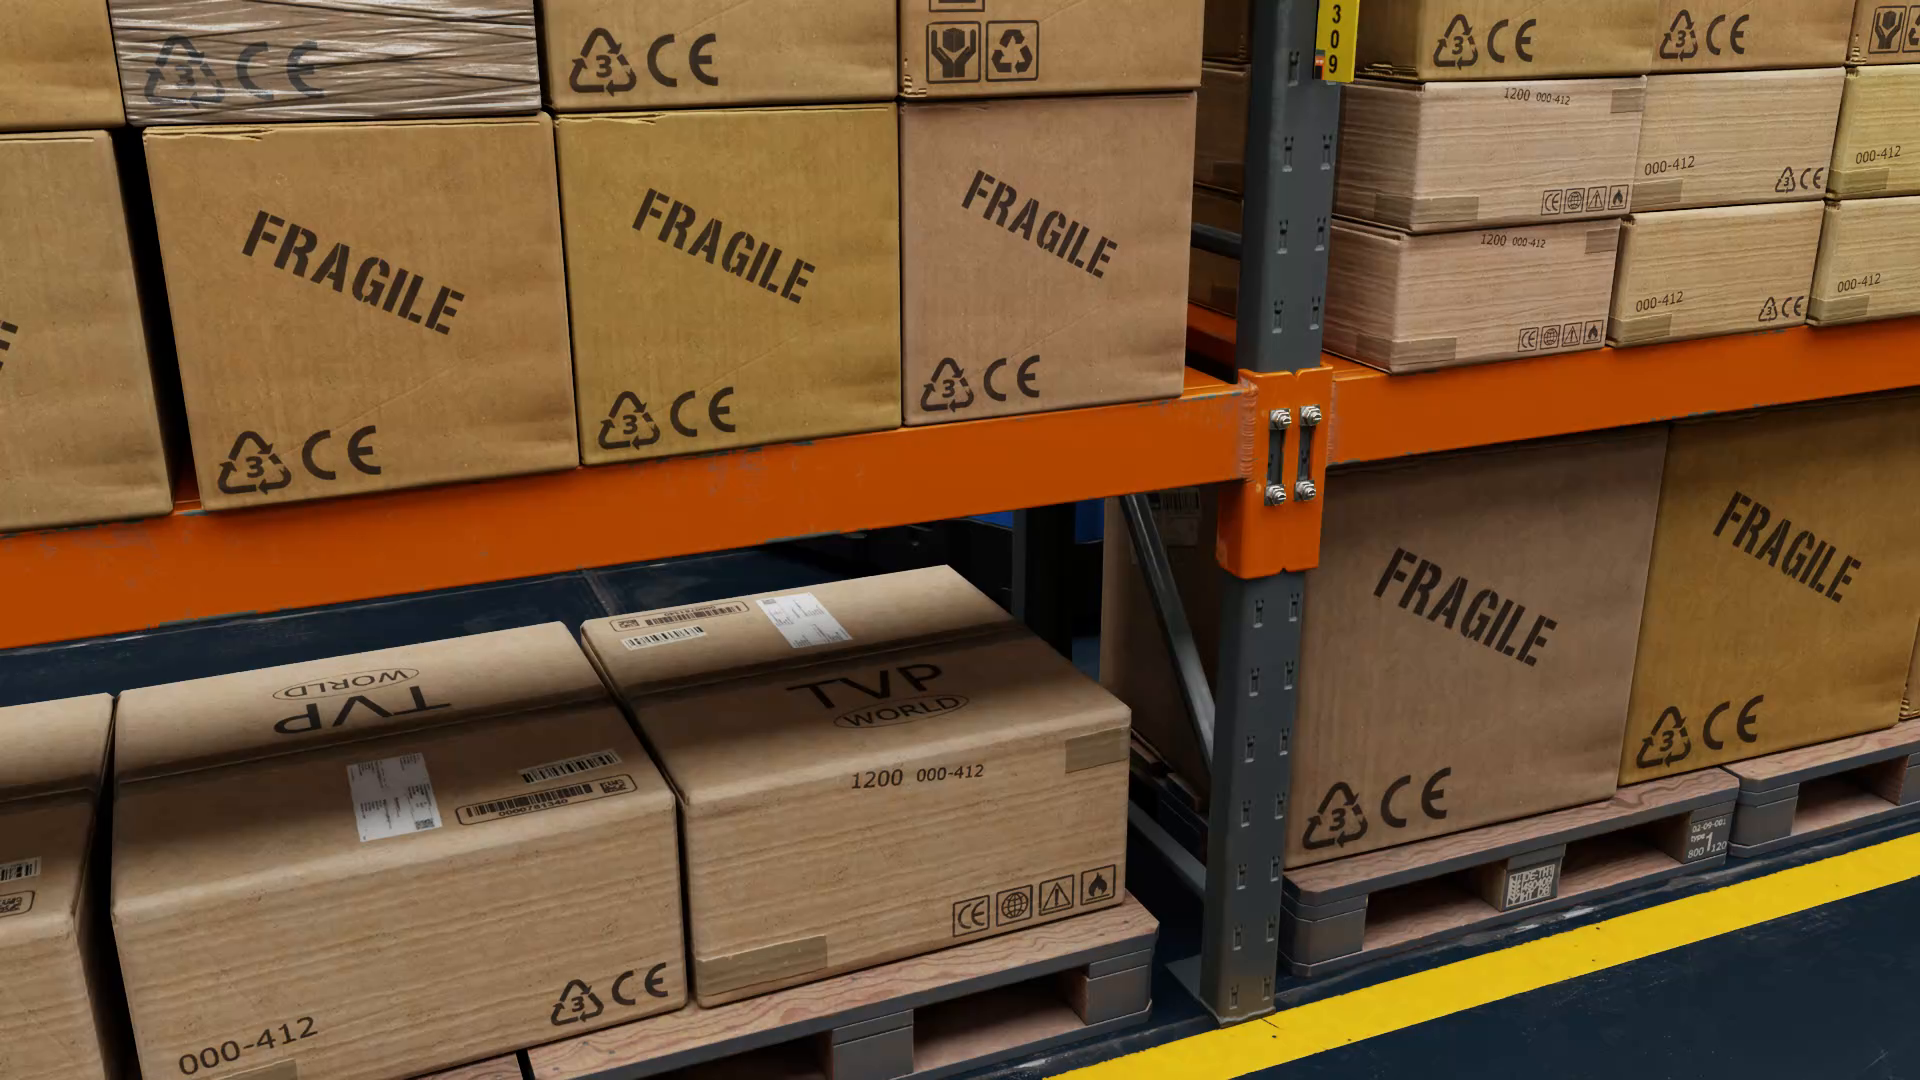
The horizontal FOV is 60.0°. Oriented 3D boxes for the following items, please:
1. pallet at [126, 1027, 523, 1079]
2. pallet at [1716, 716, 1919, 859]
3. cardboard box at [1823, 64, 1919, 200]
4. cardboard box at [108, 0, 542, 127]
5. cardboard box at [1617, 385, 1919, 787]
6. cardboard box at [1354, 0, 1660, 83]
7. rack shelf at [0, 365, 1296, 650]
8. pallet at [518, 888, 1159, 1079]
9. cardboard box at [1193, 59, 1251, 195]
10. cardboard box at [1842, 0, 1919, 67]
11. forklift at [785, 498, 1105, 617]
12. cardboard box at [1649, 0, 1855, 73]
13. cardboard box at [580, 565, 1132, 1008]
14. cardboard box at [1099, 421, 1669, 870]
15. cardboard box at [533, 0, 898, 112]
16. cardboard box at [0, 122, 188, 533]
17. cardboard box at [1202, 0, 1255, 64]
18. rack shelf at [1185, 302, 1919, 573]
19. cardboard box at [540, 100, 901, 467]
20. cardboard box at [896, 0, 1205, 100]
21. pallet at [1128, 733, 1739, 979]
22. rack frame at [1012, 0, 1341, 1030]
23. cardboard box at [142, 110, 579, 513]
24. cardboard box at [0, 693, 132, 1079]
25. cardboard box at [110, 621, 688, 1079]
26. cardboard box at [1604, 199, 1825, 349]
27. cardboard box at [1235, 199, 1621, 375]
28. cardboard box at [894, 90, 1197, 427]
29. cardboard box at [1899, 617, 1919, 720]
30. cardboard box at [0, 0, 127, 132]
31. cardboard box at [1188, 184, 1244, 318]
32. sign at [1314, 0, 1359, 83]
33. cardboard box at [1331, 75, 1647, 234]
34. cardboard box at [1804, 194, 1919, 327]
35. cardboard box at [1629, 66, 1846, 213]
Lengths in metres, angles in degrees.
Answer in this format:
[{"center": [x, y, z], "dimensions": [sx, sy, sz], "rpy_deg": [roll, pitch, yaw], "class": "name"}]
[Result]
[{"center": [-1.477, 0.944, 3.025], "dimensions": [1.213, 0.211, 1.003], "rpy_deg": [-8, 21, -22], "class": "pallet"}, {"center": [2.175, 0.419, 4.513], "dimensions": [1.213, 0.211, 1.003], "rpy_deg": [-8, 21, -22], "class": "pallet"}, {"center": [1.832, -0.882, 3.484], "dimensions": [0.500, 0.250, 0.500], "rpy_deg": [-8, 21, -21], "class": "cardboard box"}, {"center": [-0.882, -0.848, 2.258], "dimensions": [0.500, 0.500, 0.500], "rpy_deg": [-8, 21, -21], "class": "cardboard box"}, {"center": [1.738, -0.033, 4.166], "dimensions": [0.875, 0.875, 0.875], "rpy_deg": [-8, 21, -20], "class": "cardboard box"}, {"center": [0.892, -1.099, 2.970], "dimensions": [0.500, 0.500, 0.500], "rpy_deg": [-8, 21, -21], "class": "cardboard box"}, {"center": [-1.462, -0.007, 2.610], "dimensions": [4.000, 0.370, 1.077], "rpy_deg": [-8, 21, -22], "class": "rack shelf"}, {"center": [-0.355, 0.782, 3.484], "dimensions": [1.213, 0.211, 1.003], "rpy_deg": [-8, 21, -22], "class": "pallet"}, {"center": [0.683, -0.907, 3.554], "dimensions": [0.500, 0.250, 0.500], "rpy_deg": [-8, 21, -22], "class": "cardboard box"}, {"center": [1.810, -1.239, 3.369], "dimensions": [0.500, 0.500, 0.500], "rpy_deg": [-9, 21, -23], "class": "cardboard box"}, {"center": [-0.491, -1.510, 5.899], "dimensions": [3.031, 2.935, 1.130], "rpy_deg": [15, 24, 36], "class": "forklift"}, {"center": [1.349, -1.174, 3.184], "dimensions": [0.500, 0.500, 0.500], "rpy_deg": [-8, 21, -22], "class": "cardboard box"}, {"center": [-0.245, 0.451, 3.451], "dimensions": [0.875, 0.438, 0.875], "rpy_deg": [-8, 21, -23], "class": "cardboard box"}, {"center": [0.912, 0.088, 3.821], "dimensions": [0.875, 0.875, 0.875], "rpy_deg": [-7, 21, -20], "class": "cardboard box"}, {"center": [-0.419, -0.918, 2.457], "dimensions": [0.500, 0.500, 0.500], "rpy_deg": [-8, 21, -23], "class": "cardboard box"}, {"center": [-1.363, -0.314, 2.246], "dimensions": [0.500, 0.500, 0.500], "rpy_deg": [-7, 21, -20], "class": "cardboard box"}, {"center": [0.685, -1.264, 3.439], "dimensions": [0.500, 0.500, 0.500], "rpy_deg": [-7, 21, -20], "class": "cardboard box"}, {"center": [2.211, -0.534, 4.104], "dimensions": [4.000, 0.370, 1.077], "rpy_deg": [-8, 21, -22], "class": "rack shelf"}, {"center": [-0.420, -0.449, 2.629], "dimensions": [0.500, 0.500, 0.500], "rpy_deg": [-9, 21, -23], "class": "cardboard box"}, {"center": [0.051, -0.982, 2.639], "dimensions": [0.500, 0.500, 0.500], "rpy_deg": [-8, 21, -22], "class": "cardboard box"}, {"center": [1.053, 0.581, 4.054], "dimensions": [1.213, 0.211, 1.003], "rpy_deg": [-8, 21, -22], "class": "pallet"}, {"center": [0.374, -0.610, 3.237], "dimensions": [0.127, 3.000, 1.000], "rpy_deg": [-8, 21, -22], "class": "rack frame"}, {"center": [-0.876, -0.378, 2.428], "dimensions": [0.500, 0.500, 0.500], "rpy_deg": [-8, 21, -23], "class": "cardboard box"}, {"center": [-1.895, 0.687, 2.781], "dimensions": [0.875, 0.438, 0.875], "rpy_deg": [-8, 21, -20], "class": "cardboard box"}, {"center": [-1.066, 0.569, 3.116], "dimensions": [0.875, 0.438, 0.875], "rpy_deg": [-9, 21, -24], "class": "cardboard box"}, {"center": [1.358, -0.585, 3.393], "dimensions": [0.500, 0.250, 0.500], "rpy_deg": [-9, 21, -23], "class": "cardboard box"}, {"center": [0.883, -0.516, 3.198], "dimensions": [0.500, 0.250, 0.500], "rpy_deg": [-9, 21, -23], "class": "cardboard box"}, {"center": [0.050, -0.518, 2.826], "dimensions": [0.500, 0.500, 0.500], "rpy_deg": [-8, 21, -21], "class": "cardboard box"}, {"center": [2.560, -0.150, 4.499], "dimensions": [0.875, 0.875, 0.875], "rpy_deg": [-8, 21, -21], "class": "cardboard box"}, {"center": [-1.346, -0.785, 2.078], "dimensions": [0.500, 0.500, 0.500], "rpy_deg": [-8, 21, -22], "class": "cardboard box"}, {"center": [0.687, -0.675, 3.648], "dimensions": [0.500, 0.250, 0.500], "rpy_deg": [-9, 21, -23], "class": "cardboard box"}, {"center": [0.596, -0.886, 2.600], "dimensions": [0.005, 0.325, 0.100], "rpy_deg": [-8, 21, -22], "class": "sign"}, {"center": [0.890, -0.747, 3.099], "dimensions": [0.500, 0.250, 0.500], "rpy_deg": [-9, 21, -23], "class": "cardboard box"}, {"center": [1.834, -0.647, 3.570], "dimensions": [0.500, 0.250, 0.500], "rpy_deg": [-8, 21, -22], "class": "cardboard box"}, {"center": [1.358, -0.824, 3.318], "dimensions": [0.500, 0.250, 0.500], "rpy_deg": [-8, 21, -21], "class": "cardboard box"}]
